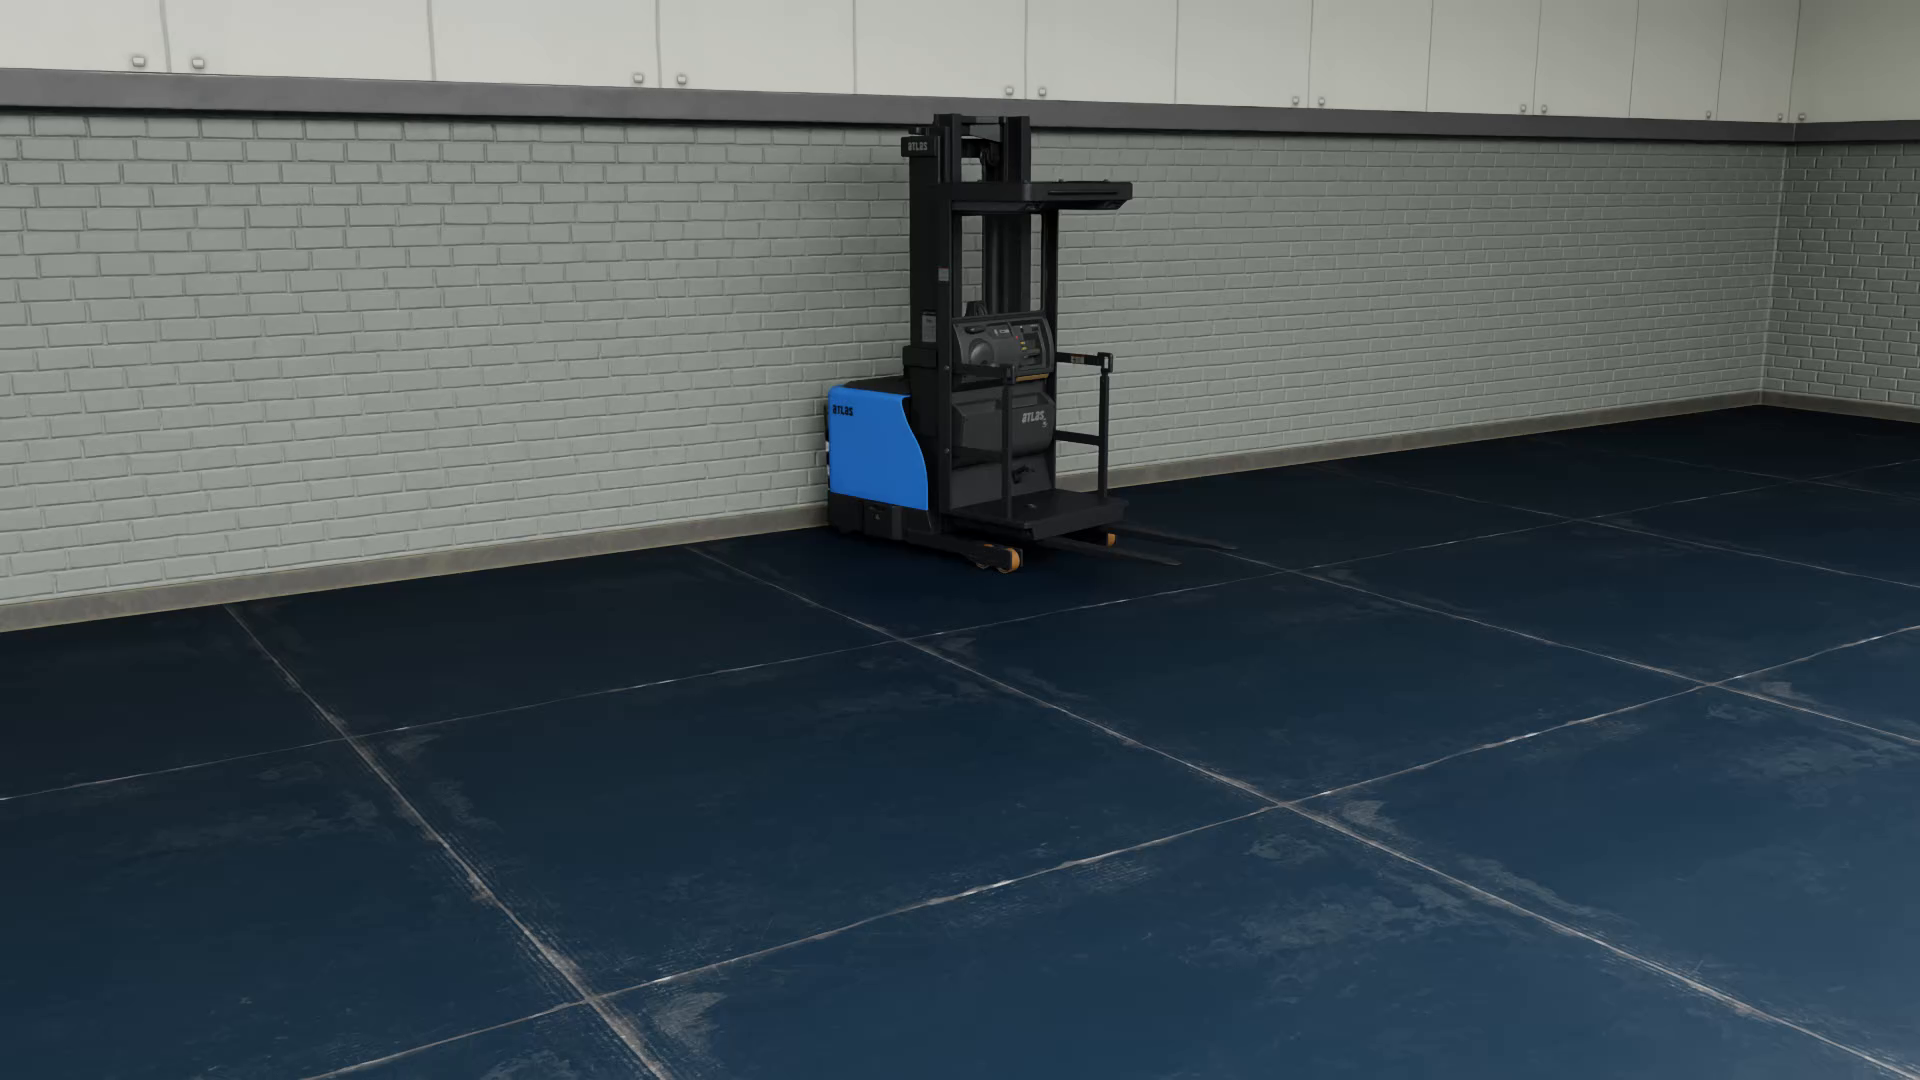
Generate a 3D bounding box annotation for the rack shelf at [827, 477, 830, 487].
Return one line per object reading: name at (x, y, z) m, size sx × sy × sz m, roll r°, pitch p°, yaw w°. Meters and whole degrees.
rack shelf at (-0.819, -0.432, 12.309) m, size 0.258 × 0.077 × 0.200 m, roll -12°, pitch 17°, yaw -32°

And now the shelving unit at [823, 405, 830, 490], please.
shelving unit at (-0.825, -0.552, 12.278) m, size 0.258 × 0.900 × 0.210 m, roll -12°, pitch 17°, yaw -32°

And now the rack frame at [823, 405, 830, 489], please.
rack frame at (-0.881, -0.570, 12.361) m, size 0.240 × 0.900 × 0.006 m, roll -12°, pitch 17°, yaw -32°

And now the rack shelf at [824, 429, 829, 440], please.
rack shelf at (-0.836, -0.781, 12.220) m, size 0.258 × 0.077 × 0.200 m, roll -12°, pitch 17°, yaw -32°

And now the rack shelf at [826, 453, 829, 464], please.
rack shelf at (-0.827, -0.607, 12.264) m, size 0.258 × 0.077 × 0.200 m, roll -12°, pitch 17°, yaw -32°

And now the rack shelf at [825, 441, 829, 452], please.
rack shelf at (-0.832, -0.694, 12.242) m, size 0.258 × 0.077 × 0.200 m, roll -12°, pitch 17°, yaw -32°

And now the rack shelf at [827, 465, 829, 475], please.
rack shelf at (-0.823, -0.519, 12.287) m, size 0.258 × 0.077 × 0.200 m, roll -12°, pitch 17°, yaw -32°

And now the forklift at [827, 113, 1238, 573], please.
forklift at (0.453, -1.339, 11.124) m, size 3.031 × 2.935 × 1.130 m, roll 12°, pitch 17°, yaw 43°
